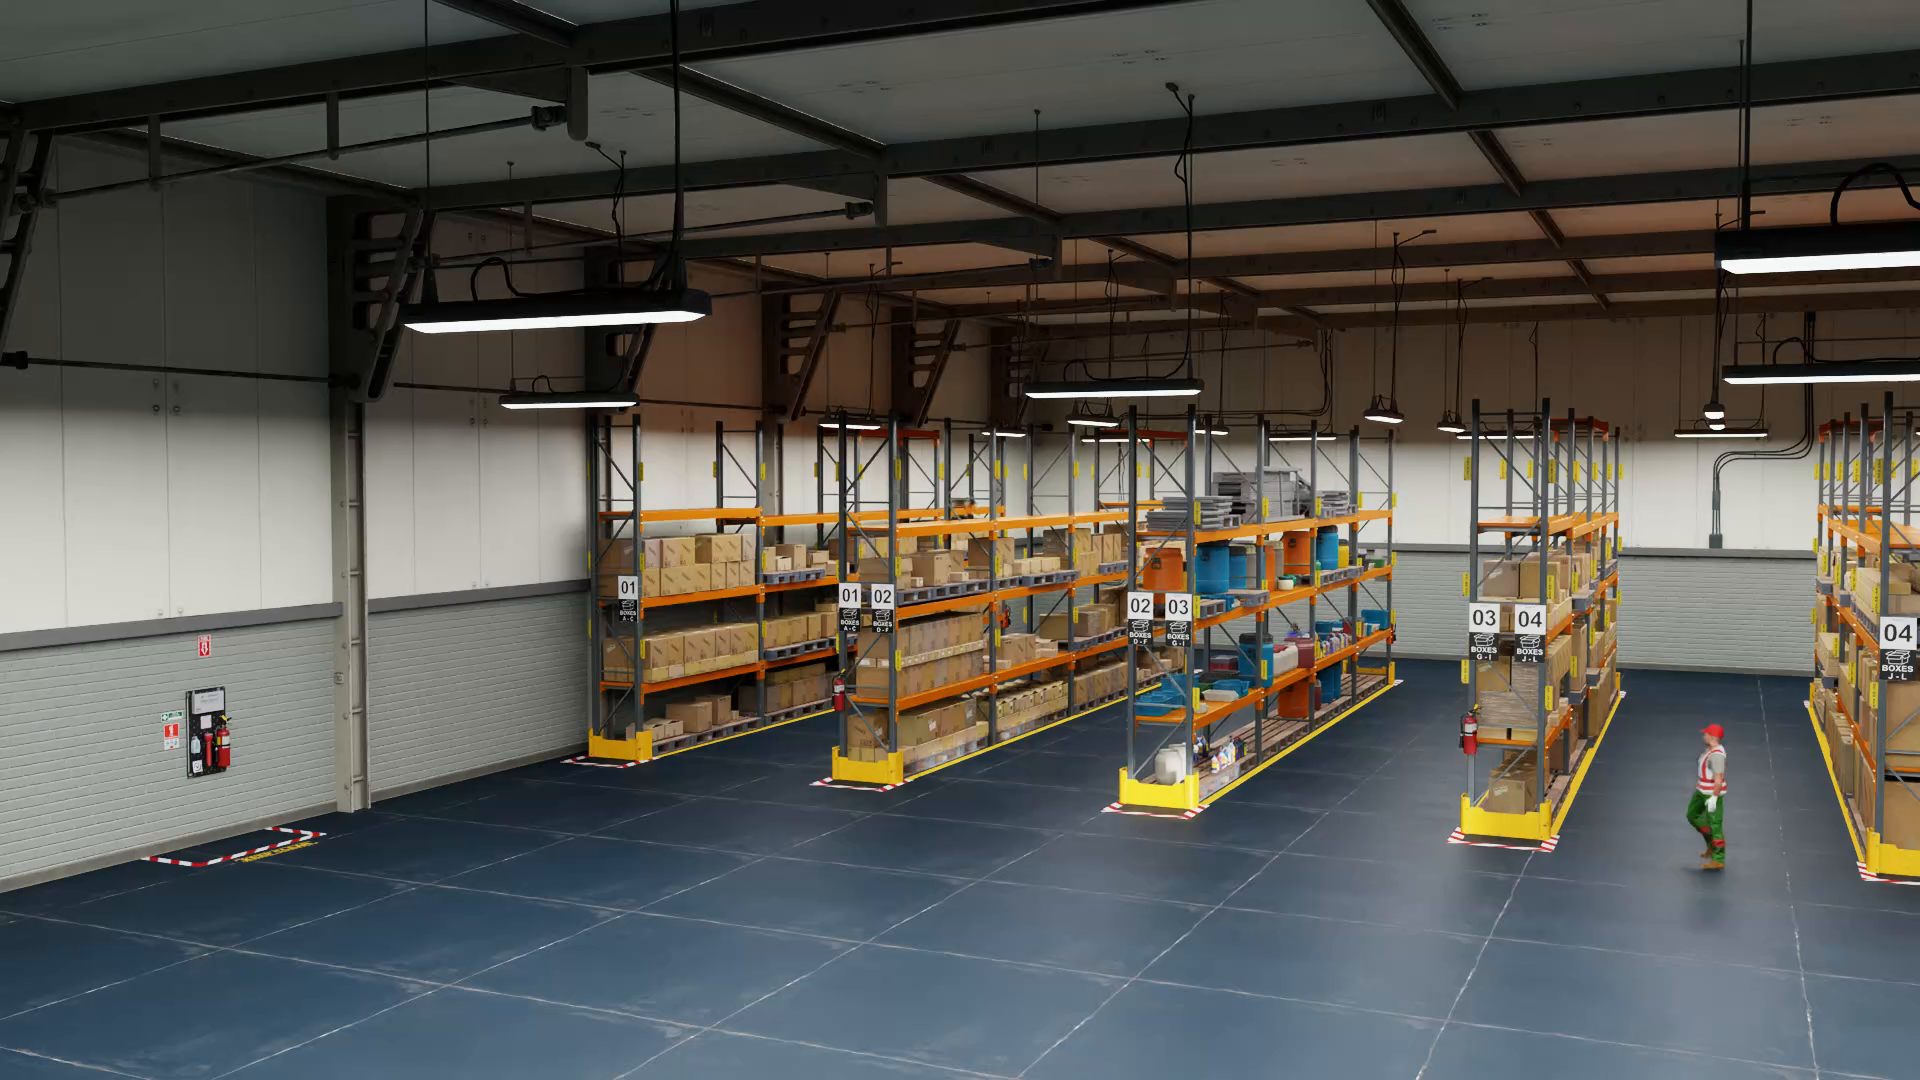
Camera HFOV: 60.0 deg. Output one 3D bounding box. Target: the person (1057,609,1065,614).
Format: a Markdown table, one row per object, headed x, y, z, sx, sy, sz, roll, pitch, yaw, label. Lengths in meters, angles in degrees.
| x | y | z | sx | sy | sz | roll | pitch | yaw | label |
| --- | --- | --- | --- | --- | --- | --- | --- | --- | --- |
| 2.512 | 2.540 | 41.102 | 0.542 | 1.657 | 0.746 | 1 | 3 | 29 | person |

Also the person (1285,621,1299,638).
| x | y | z | sx | sy | sz | roll | pitch | yaw | label |
| --- | --- | --- | --- | --- | --- | --- | --- | --- | --- |
| 7.444 | 2.656 | 37.607 | 0.408 | 1.678 | 0.592 | -1 | 2 | -12 | person |

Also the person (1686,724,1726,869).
| x | y | z | sx | sy | sz | roll | pitch | yaw | label |
| --- | --- | --- | --- | --- | --- | --- | --- | --- | --- |
| 9.530 | 3.222 | 21.095 | 0.422 | 1.789 | 0.653 | 0 | 2 | 1 | person |
